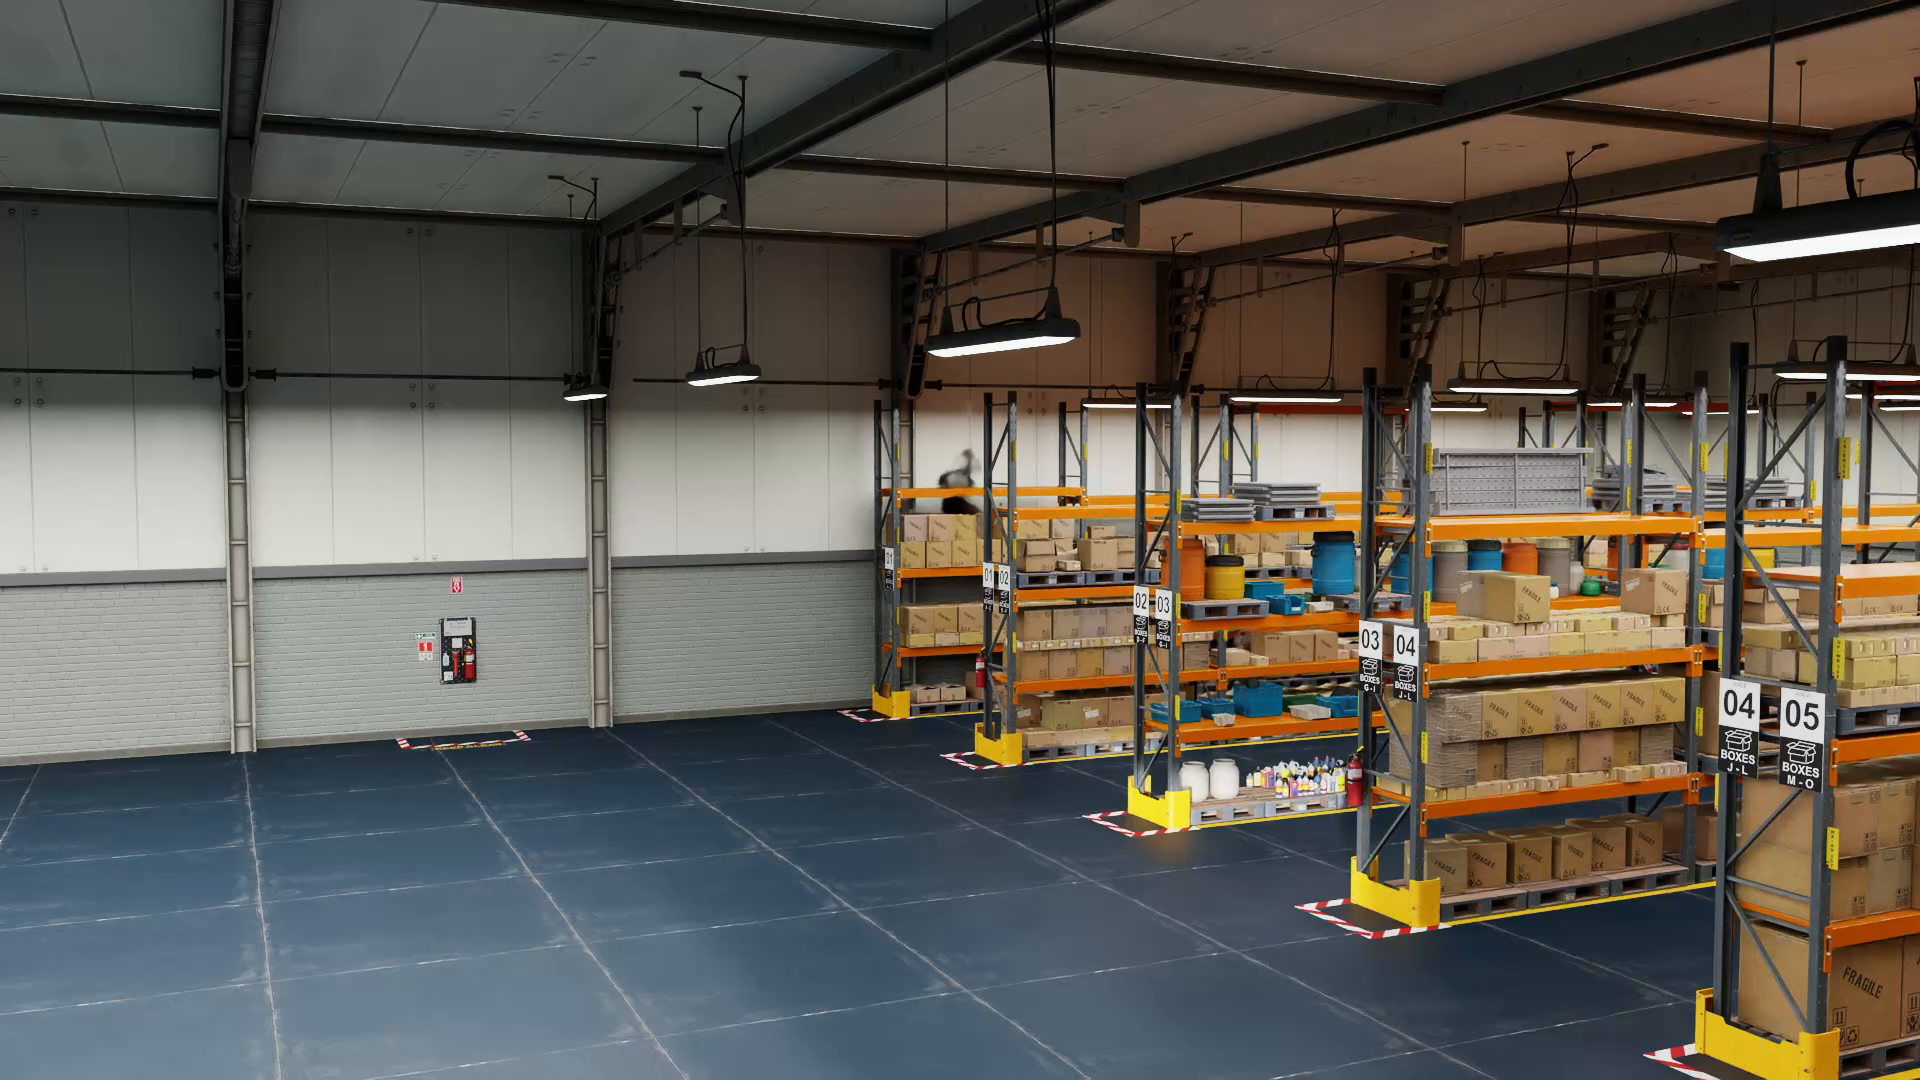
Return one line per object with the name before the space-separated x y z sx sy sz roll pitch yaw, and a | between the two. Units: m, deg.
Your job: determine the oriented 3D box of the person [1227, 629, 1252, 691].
person | 5.368 2.440 31.902 0.656 1.729 0.685 -3 4 -37
